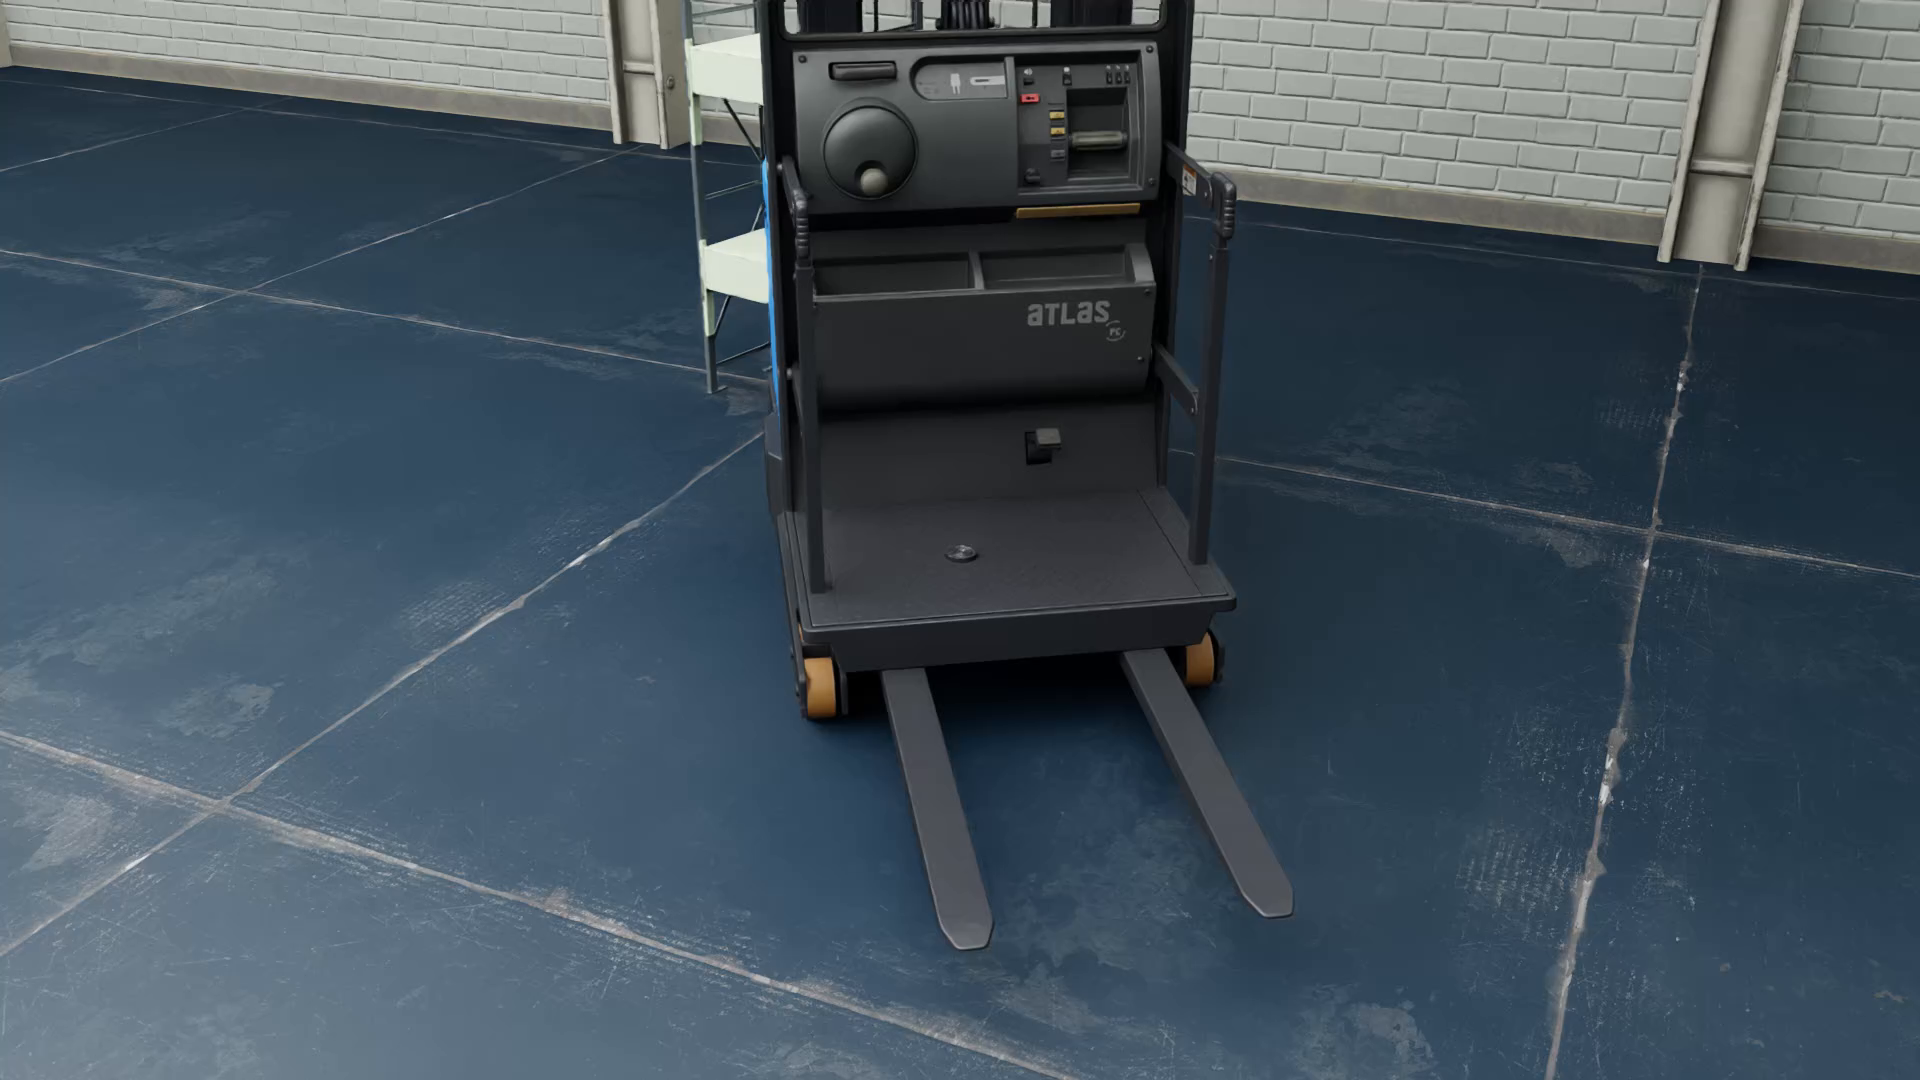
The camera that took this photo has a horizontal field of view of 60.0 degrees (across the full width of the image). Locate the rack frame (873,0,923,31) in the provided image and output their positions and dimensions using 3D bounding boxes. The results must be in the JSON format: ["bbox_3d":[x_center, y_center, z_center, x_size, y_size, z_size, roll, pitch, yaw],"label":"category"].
[{"bbox_3d":[-0.254,-1.110,5.807,0.023,1.500,0.400,18,32,32],"label":"rack frame"}]

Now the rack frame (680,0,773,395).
[{"bbox_3d":[-0.842,-1.303,6.198,0.023,1.500,0.400,18,32,32],"label":"rack frame"}]

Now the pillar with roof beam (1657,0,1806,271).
[{"bbox_3d":[1.799,-3.667,2.510,0.400,9.000,9.100,11,28,22],"label":"pillar with roof beam"}]

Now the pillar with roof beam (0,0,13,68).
[{"bbox_3d":[-9.125,-5.861,6.967,0.400,9.000,9.100,11,28,22],"label":"pillar with roof beam"}]

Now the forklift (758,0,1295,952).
[{"bbox_3d":[0.086,-1.019,4.001,1.130,2.935,3.031,-4,26,-8],"label":"forklift"}]

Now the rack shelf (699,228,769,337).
[{"bbox_3d":[-0.548,-0.914,6.147,0.720,0.370,0.431,18,32,32],"label":"rack shelf"}]

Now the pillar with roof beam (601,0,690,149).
[{"bbox_3d":[-3.663,-4.764,4.738,0.400,9.000,9.100,11,28,22],"label":"pillar with roof beam"}]

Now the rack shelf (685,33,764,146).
[{"bbox_3d":[-0.548,-1.557,5.830,0.720,0.370,0.431,18,32,32],"label":"rack shelf"}]

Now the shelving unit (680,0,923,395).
[{"bbox_3d":[-0.548,-1.206,6.003,0.755,1.500,0.431,18,32,32],"label":"shelving unit"}]
